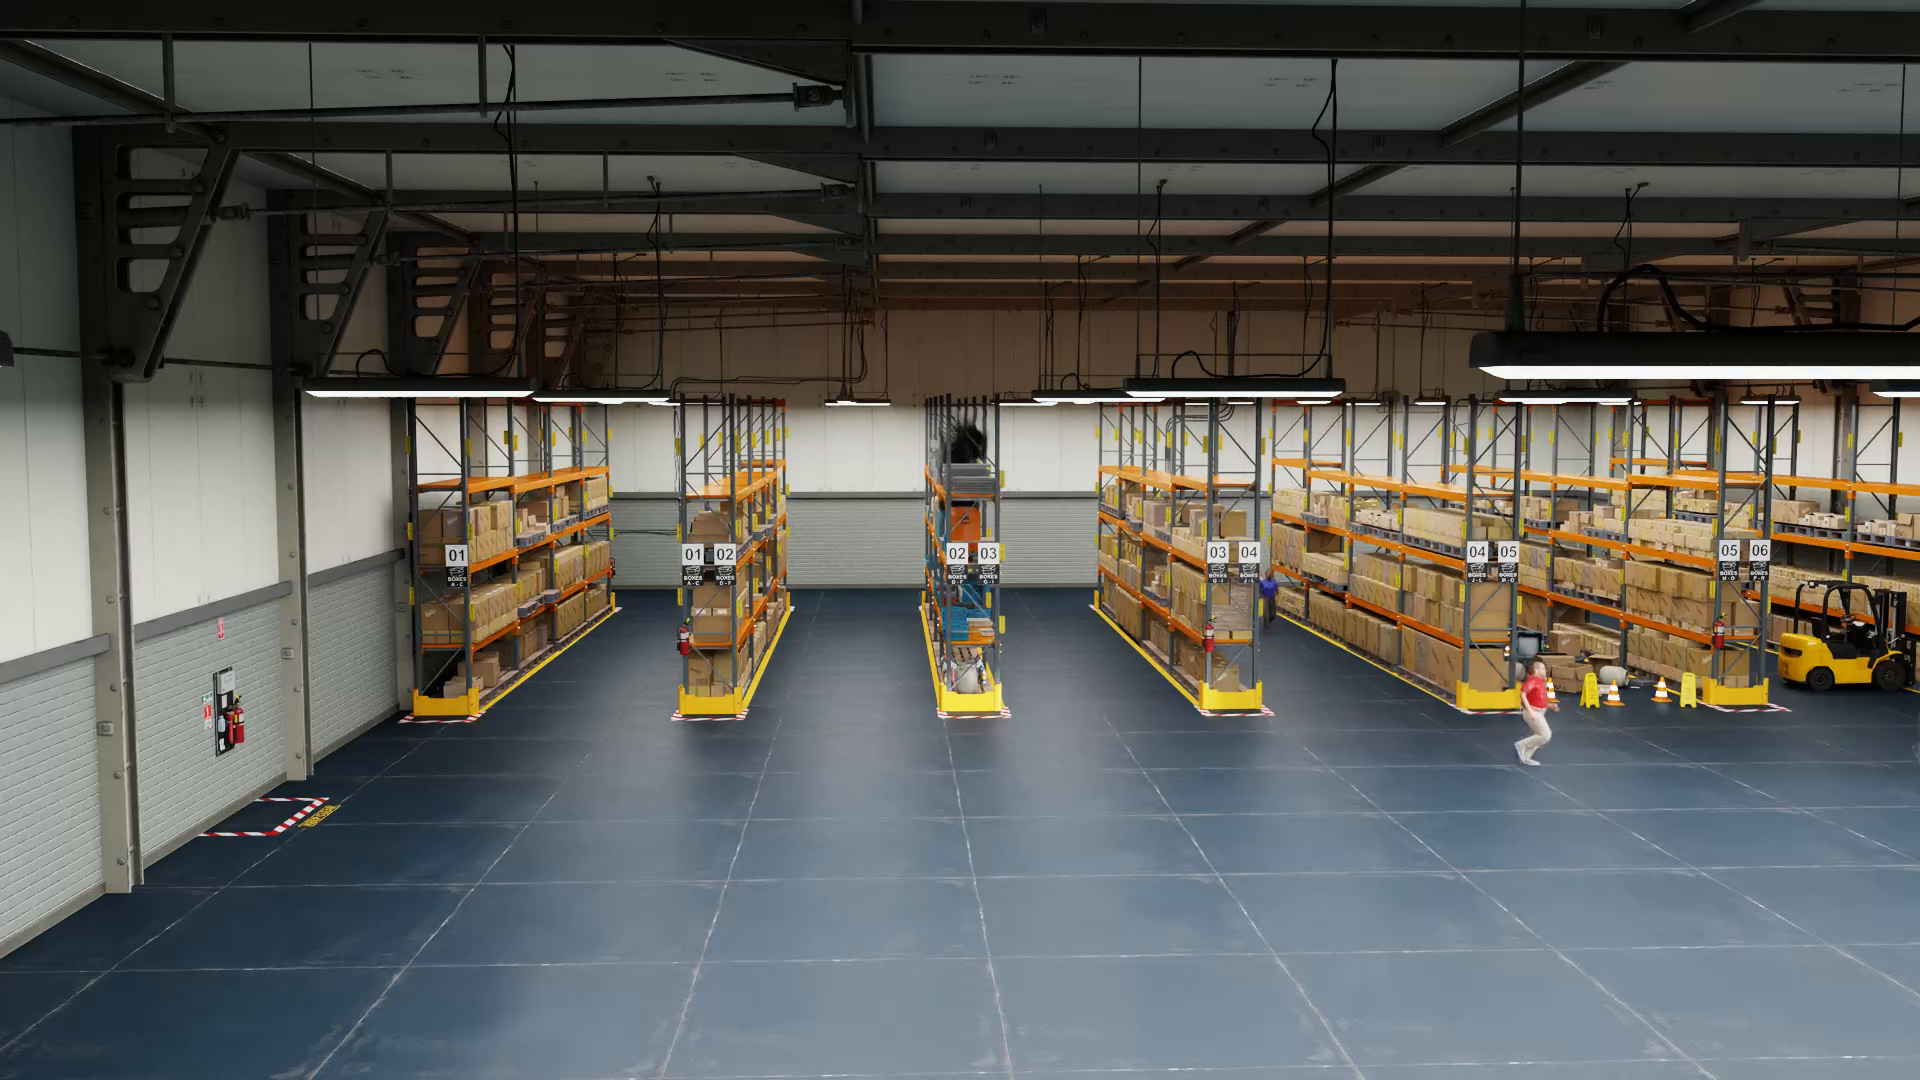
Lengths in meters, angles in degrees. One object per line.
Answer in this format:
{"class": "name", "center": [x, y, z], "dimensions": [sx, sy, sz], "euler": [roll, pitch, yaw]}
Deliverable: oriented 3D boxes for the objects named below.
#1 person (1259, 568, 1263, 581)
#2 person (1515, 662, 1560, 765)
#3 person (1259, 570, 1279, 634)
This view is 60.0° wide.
{"class": "person", "center": [7.852, 1.274, 44.955], "dimensions": [0.674, 1.814, 0.944], "euler": [0, 5, 1]}
{"class": "person", "center": [9.244, 2.784, 26.613], "dimensions": [0.631, 1.675, 0.653], "euler": [3, 5, 29]}
{"class": "person", "center": [7.855, 1.566, 42.455], "dimensions": [0.578, 1.605, 0.624], "euler": [0, 5, -2]}
